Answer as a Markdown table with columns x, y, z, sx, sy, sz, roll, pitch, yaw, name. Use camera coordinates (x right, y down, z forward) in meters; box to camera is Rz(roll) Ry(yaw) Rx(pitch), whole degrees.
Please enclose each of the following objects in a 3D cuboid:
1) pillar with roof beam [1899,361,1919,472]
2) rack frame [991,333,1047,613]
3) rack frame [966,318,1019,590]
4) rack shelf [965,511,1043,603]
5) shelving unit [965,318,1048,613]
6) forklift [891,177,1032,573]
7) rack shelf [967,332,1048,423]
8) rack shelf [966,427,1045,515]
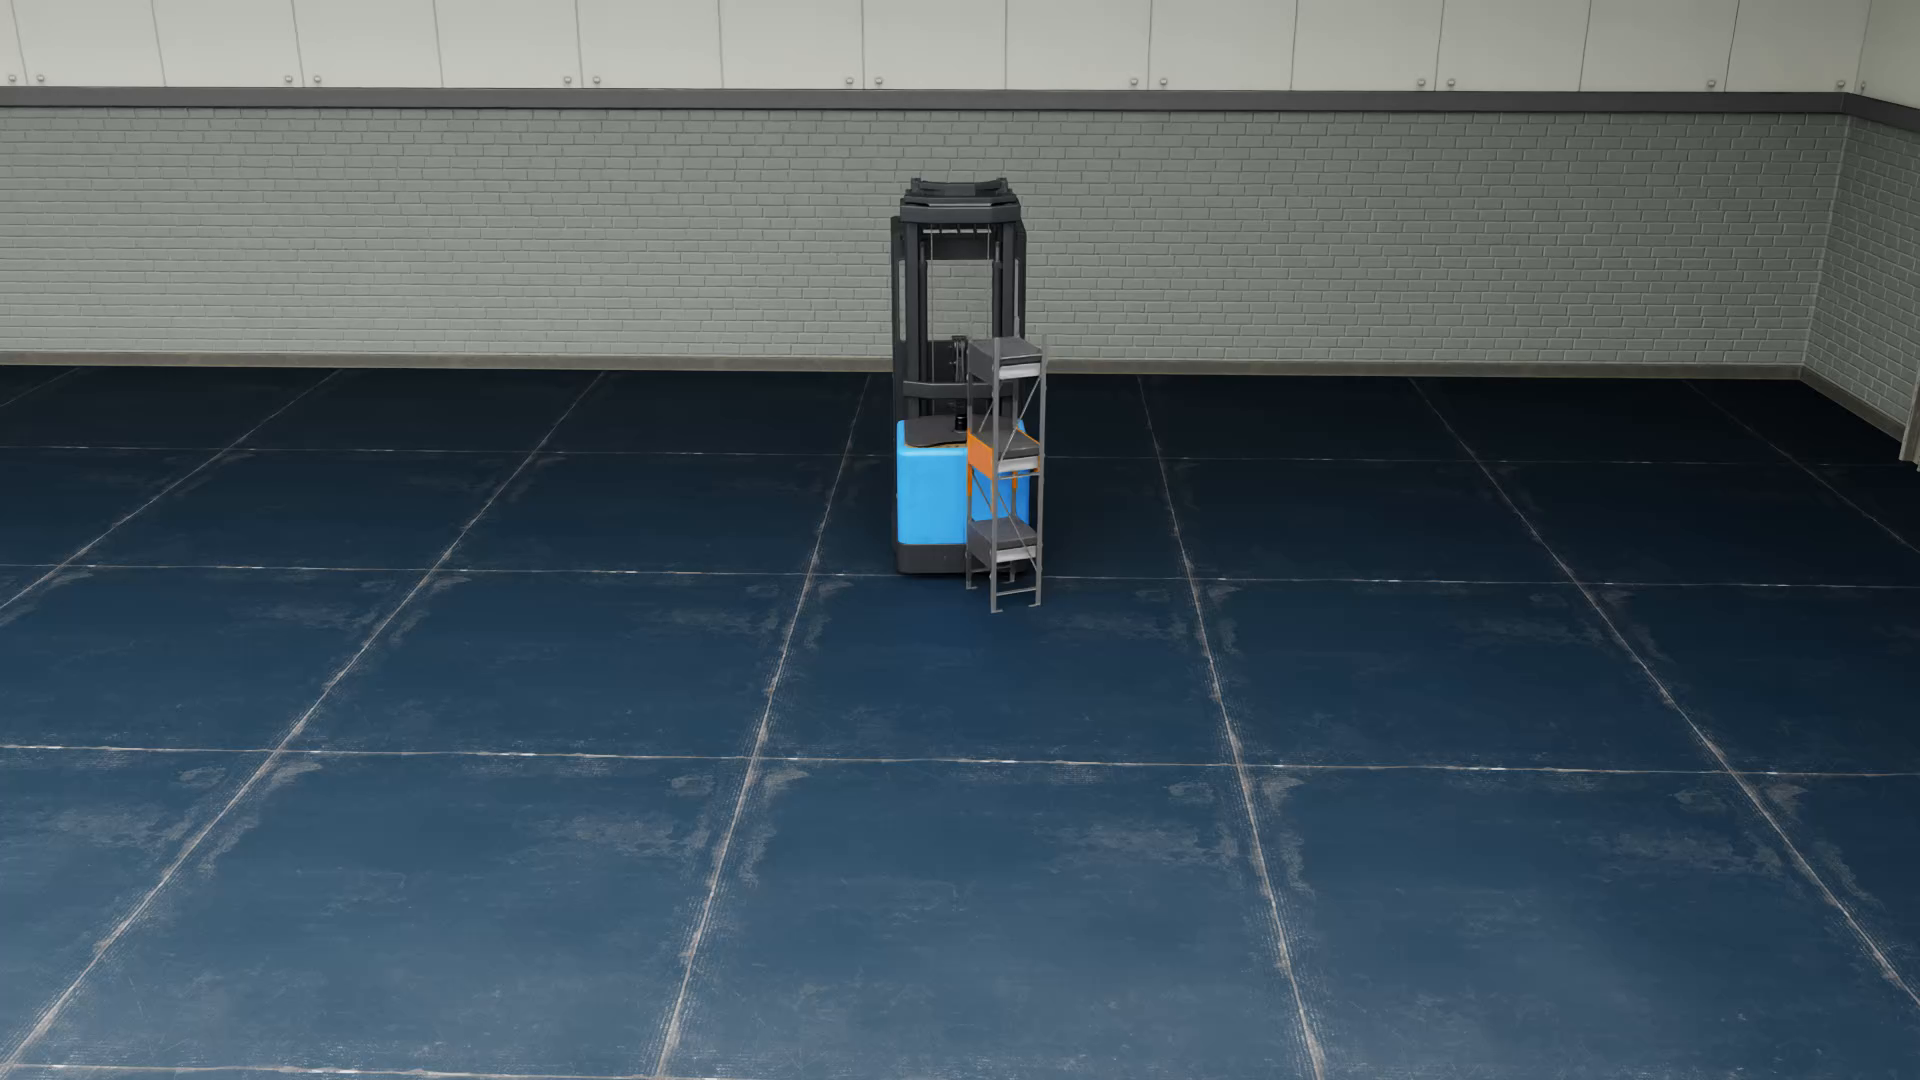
| x | y | z | sx | sy | sz | roll | pitch | yaw | name |
| --- | --- | --- | --- | --- | --- | --- | --- | --- | --- |
| 4.773 | -4.945 | 14.127 | 9.100 | 9.000 | 0.400 | 1 | 21 | 2 | pillar with roof beam |
| 0.425 | -0.462 | 12.103 | 0.400 | 2.100 | 0.015 | -8 | 22 | -21 | rack frame |
| 0.242 | -0.625 | 12.525 | 0.400 | 2.100 | 0.015 | -8 | 22 | -21 | rack frame |
| 0.330 | 0.123 | 12.569 | 0.431 | 0.518 | 0.480 | -8 | 22 | -21 | rack shelf |
| 0.333 | -0.543 | 12.314 | 0.431 | 2.100 | 0.503 | -8 | 22 | -21 | shelving unit |
| -0.021 | -1.592 | 13.873 | 1.130 | 2.935 | 3.031 | -1 | 21 | -2 | forklift |
| 0.337 | -1.184 | 12.069 | 0.431 | 0.518 | 0.480 | -8 | 22 | -21 | rack shelf |
| 0.333 | -0.531 | 12.319 | 0.431 | 0.518 | 0.480 | -8 | 22 | -21 | rack shelf |
